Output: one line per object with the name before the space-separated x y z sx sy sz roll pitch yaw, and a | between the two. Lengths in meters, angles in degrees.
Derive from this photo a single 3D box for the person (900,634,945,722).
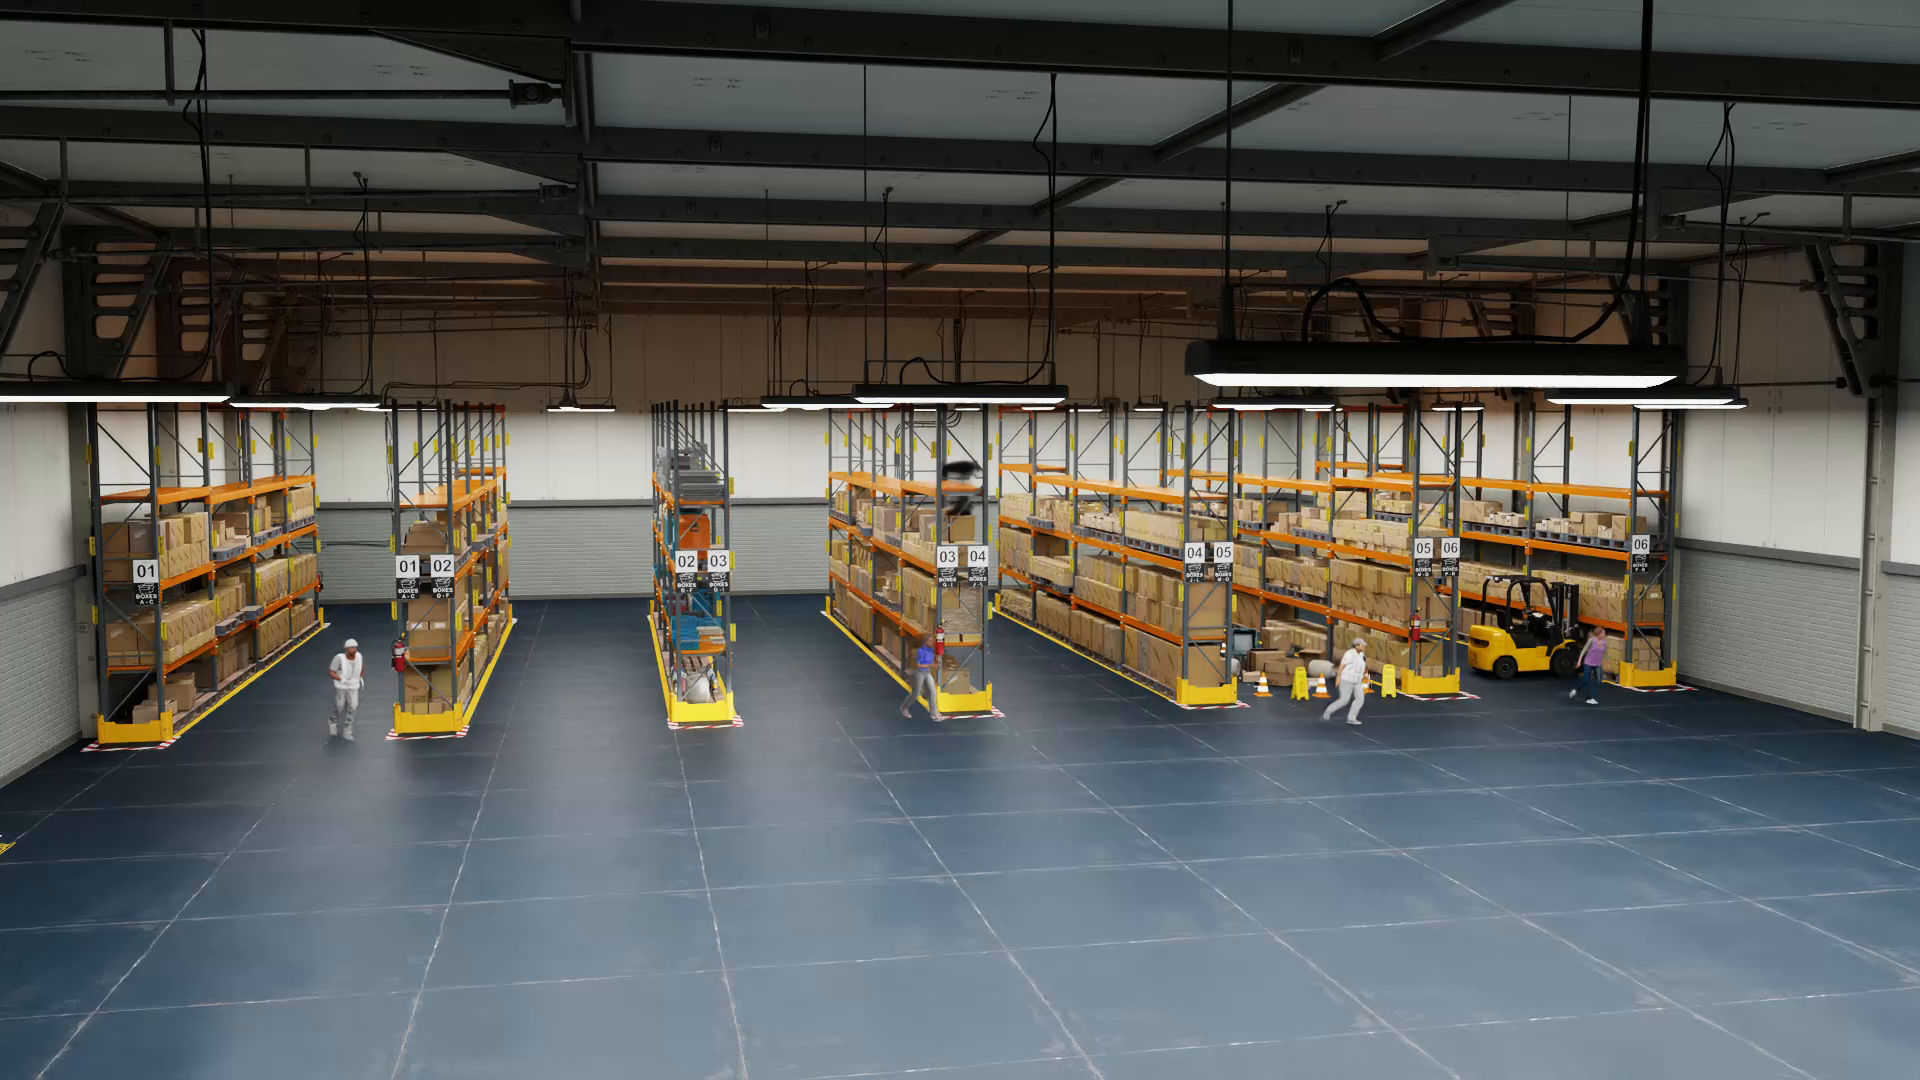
person | -0.731 2.560 31.099 0.960 1.641 0.512 4 6 39

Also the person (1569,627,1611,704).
person | 12.509 2.466 32.988 0.596 1.542 0.611 -1 4 -14

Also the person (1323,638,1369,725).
person | 7.176 2.601 30.802 0.664 1.601 0.710 -4 6 -42

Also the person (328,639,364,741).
person | -10.863 2.627 29.460 0.681 1.769 0.853 -3 6 -39
